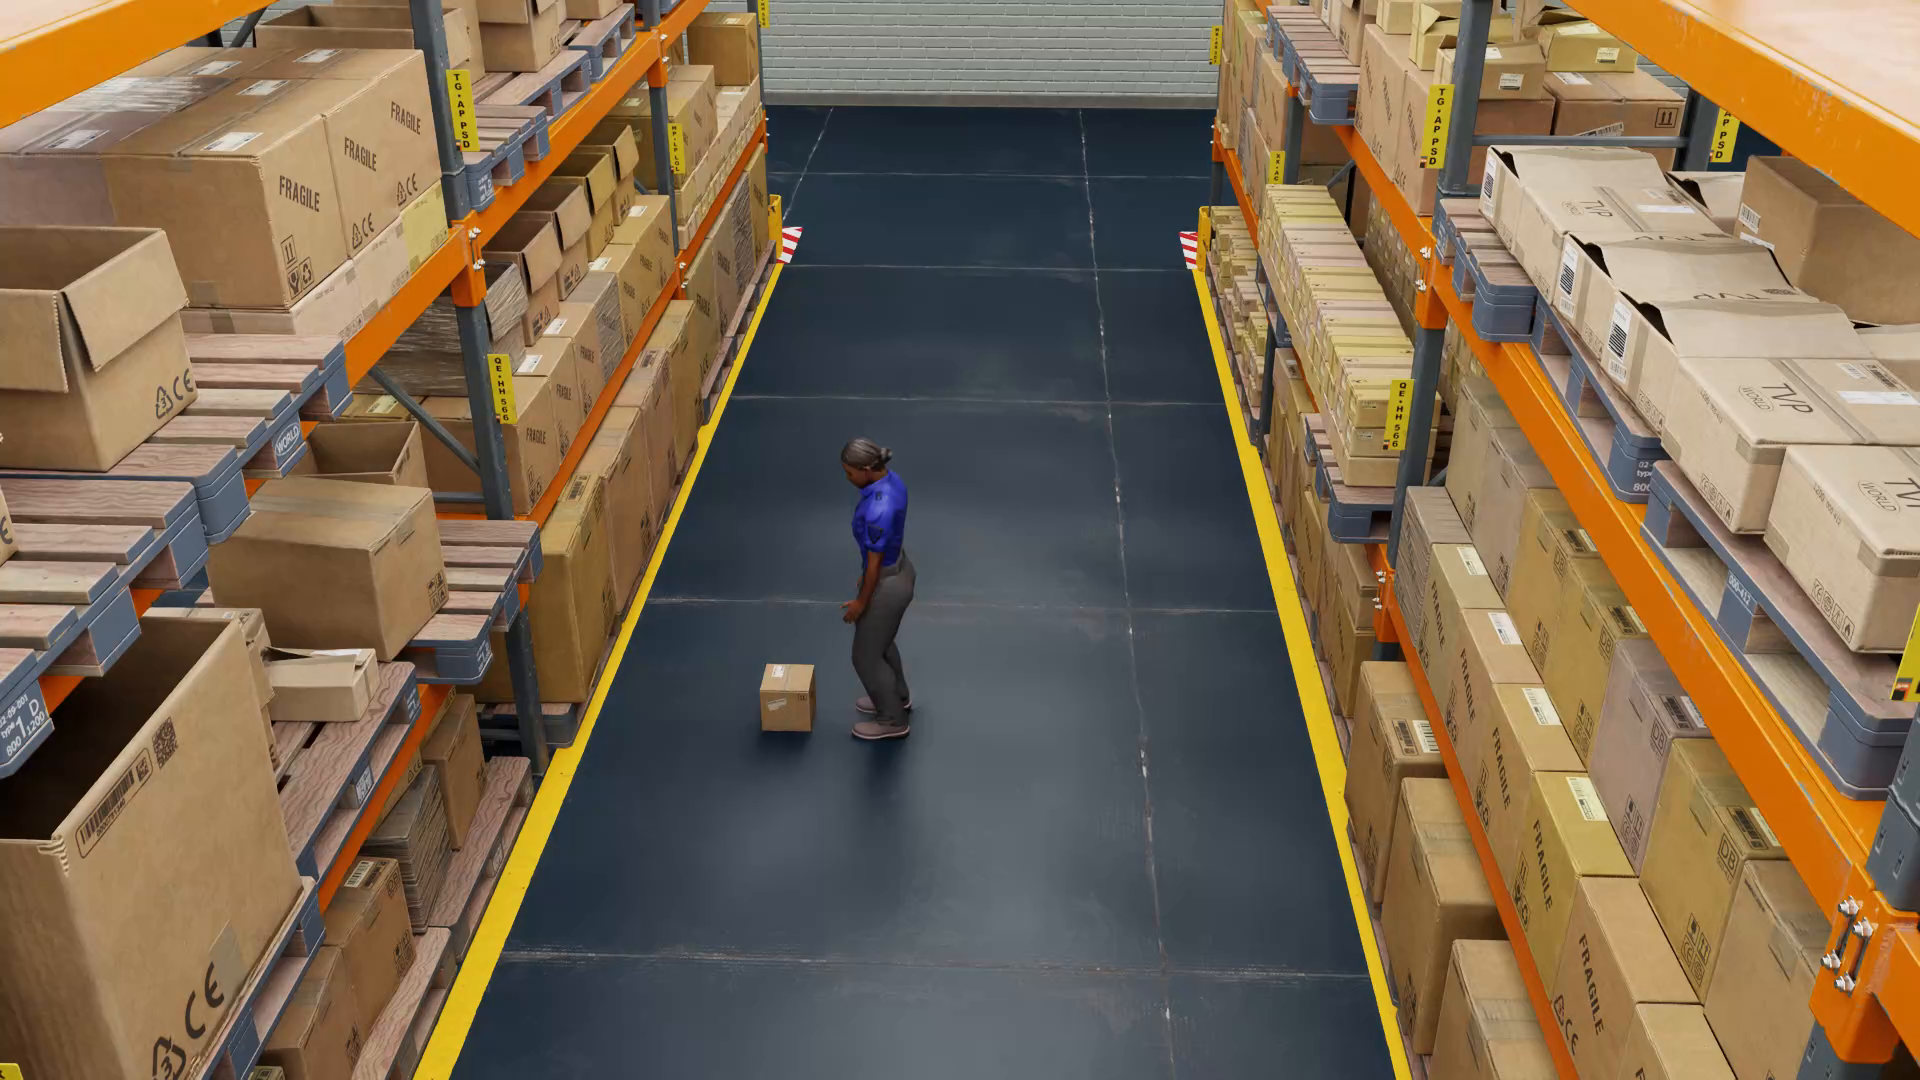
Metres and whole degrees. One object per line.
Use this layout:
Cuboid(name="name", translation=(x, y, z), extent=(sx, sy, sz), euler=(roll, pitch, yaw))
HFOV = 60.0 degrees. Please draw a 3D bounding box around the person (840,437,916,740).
Cuboid(name="person", translation=(-0.400, 0.242, 8.224), extent=(0.354, 1.626, 0.450), euler=(2, 28, 3))
